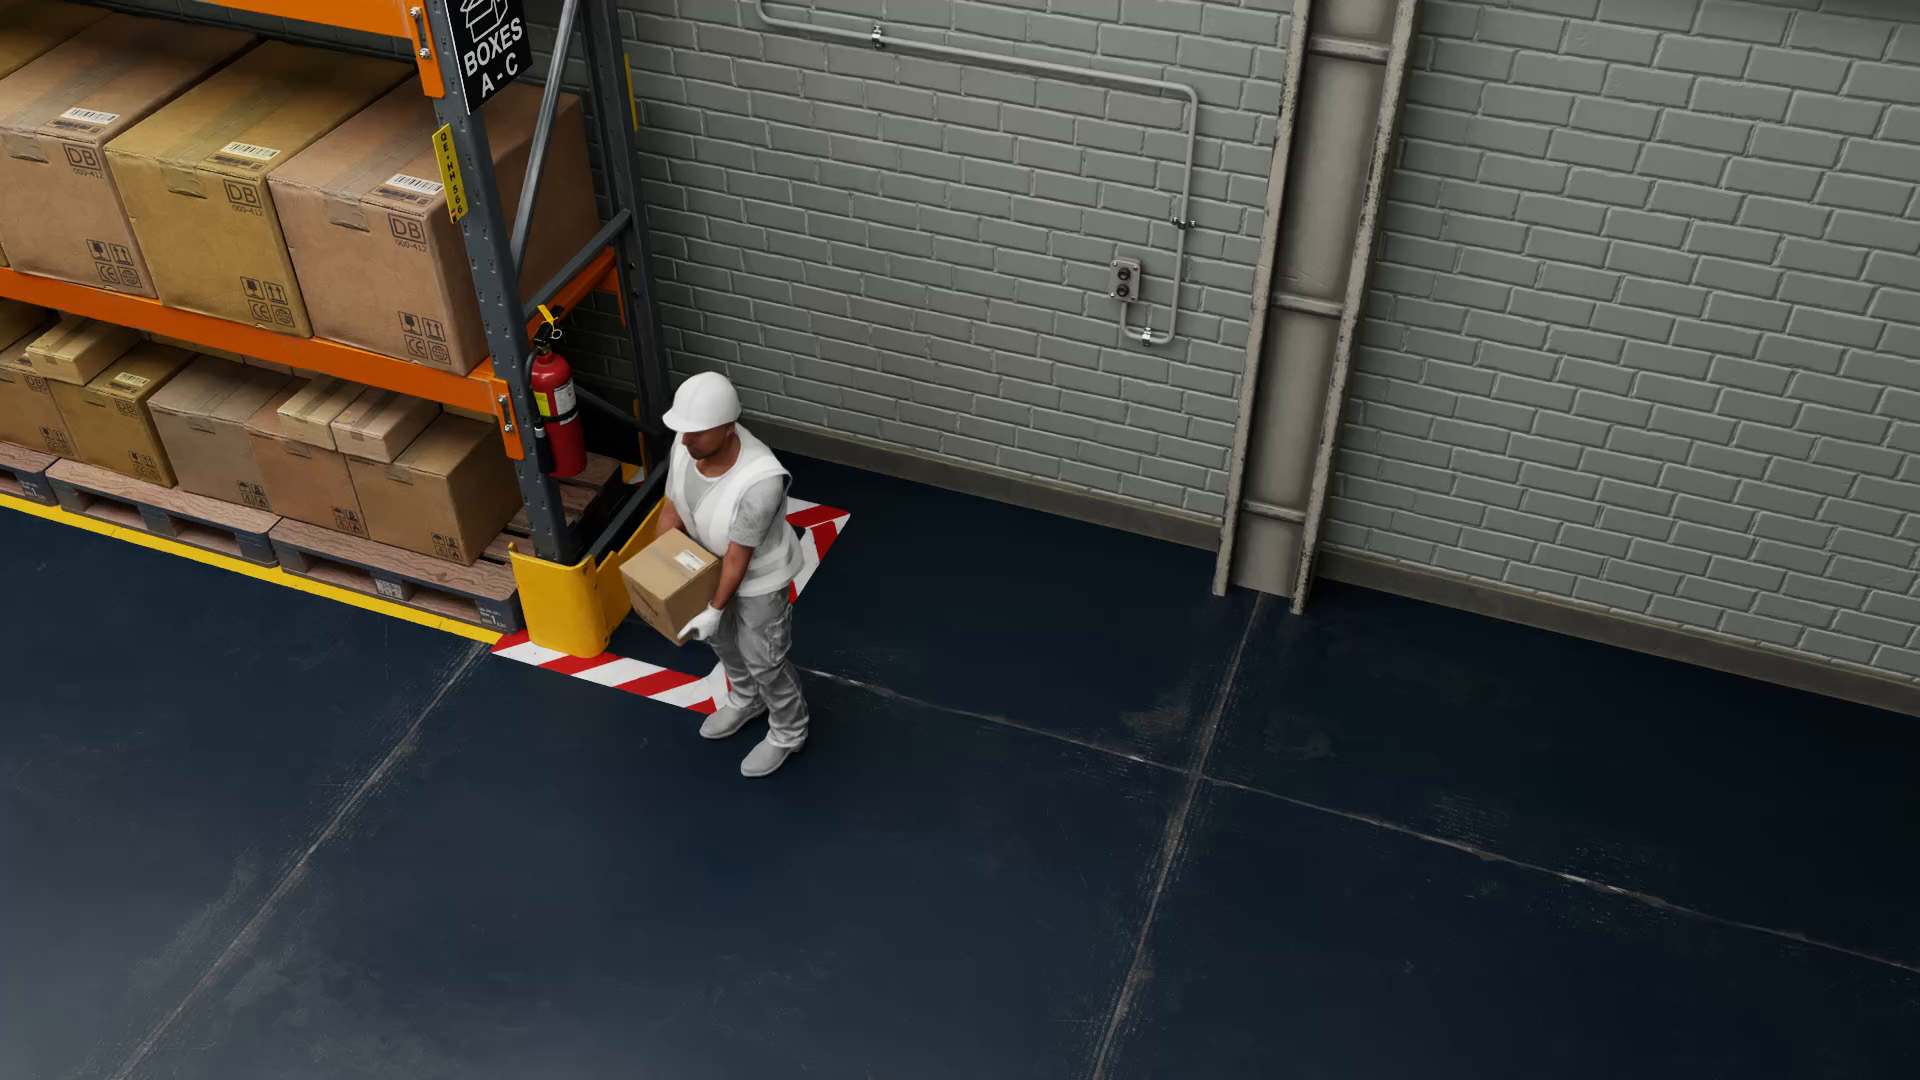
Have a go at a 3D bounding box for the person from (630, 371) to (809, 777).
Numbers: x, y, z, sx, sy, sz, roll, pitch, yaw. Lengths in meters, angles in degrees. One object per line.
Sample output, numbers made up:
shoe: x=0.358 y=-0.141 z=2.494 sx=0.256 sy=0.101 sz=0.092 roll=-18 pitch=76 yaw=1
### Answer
person: x=-0.853 y=0.154 z=5.972 sx=0.595 sy=1.776 sz=0.490 roll=-32 pitch=50 yaw=-31
